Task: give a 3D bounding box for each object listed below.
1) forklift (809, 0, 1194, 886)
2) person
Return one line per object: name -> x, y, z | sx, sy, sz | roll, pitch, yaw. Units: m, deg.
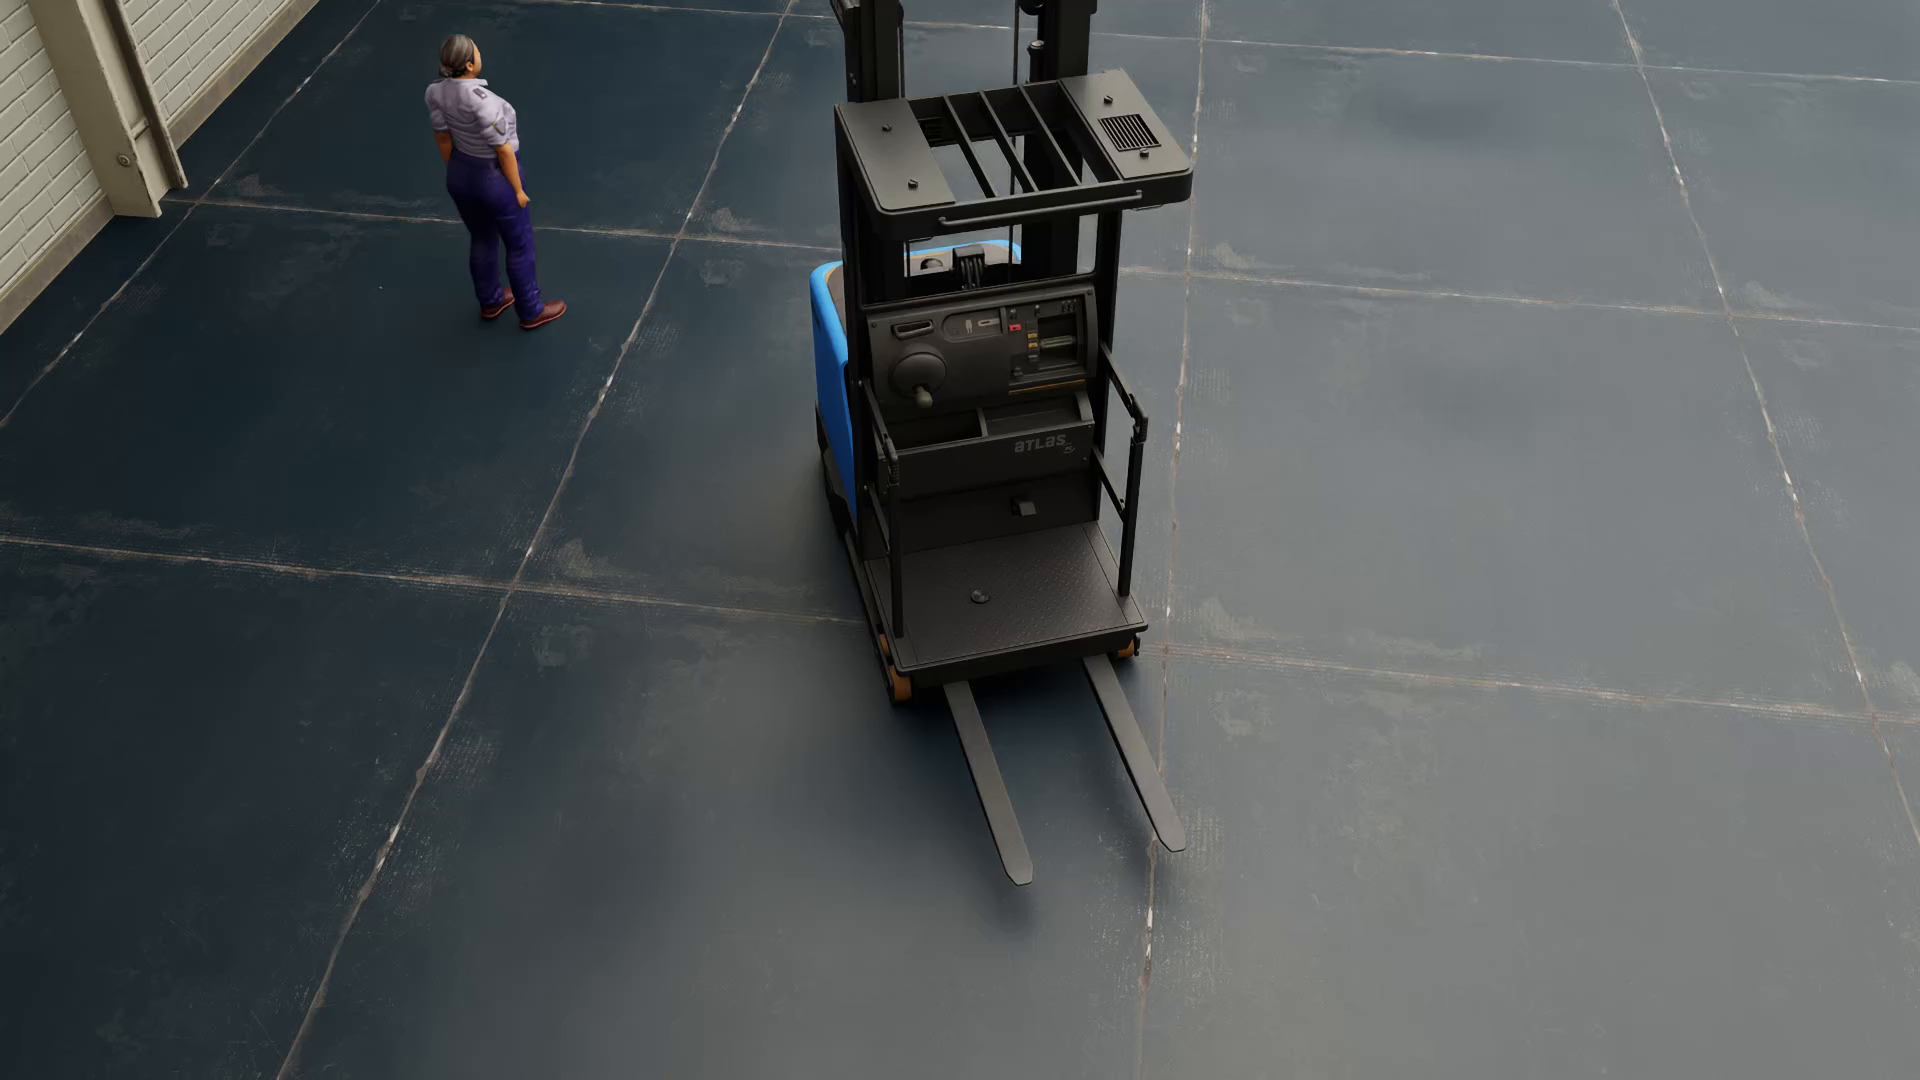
forklift -> 0.153, -0.681, 6.465 | 1.130, 2.935, 3.031 | -10, 44, -11
person -> -2.463, -1.873, 8.715 | 0.479, 1.653, 0.348 | 19, 46, 20
